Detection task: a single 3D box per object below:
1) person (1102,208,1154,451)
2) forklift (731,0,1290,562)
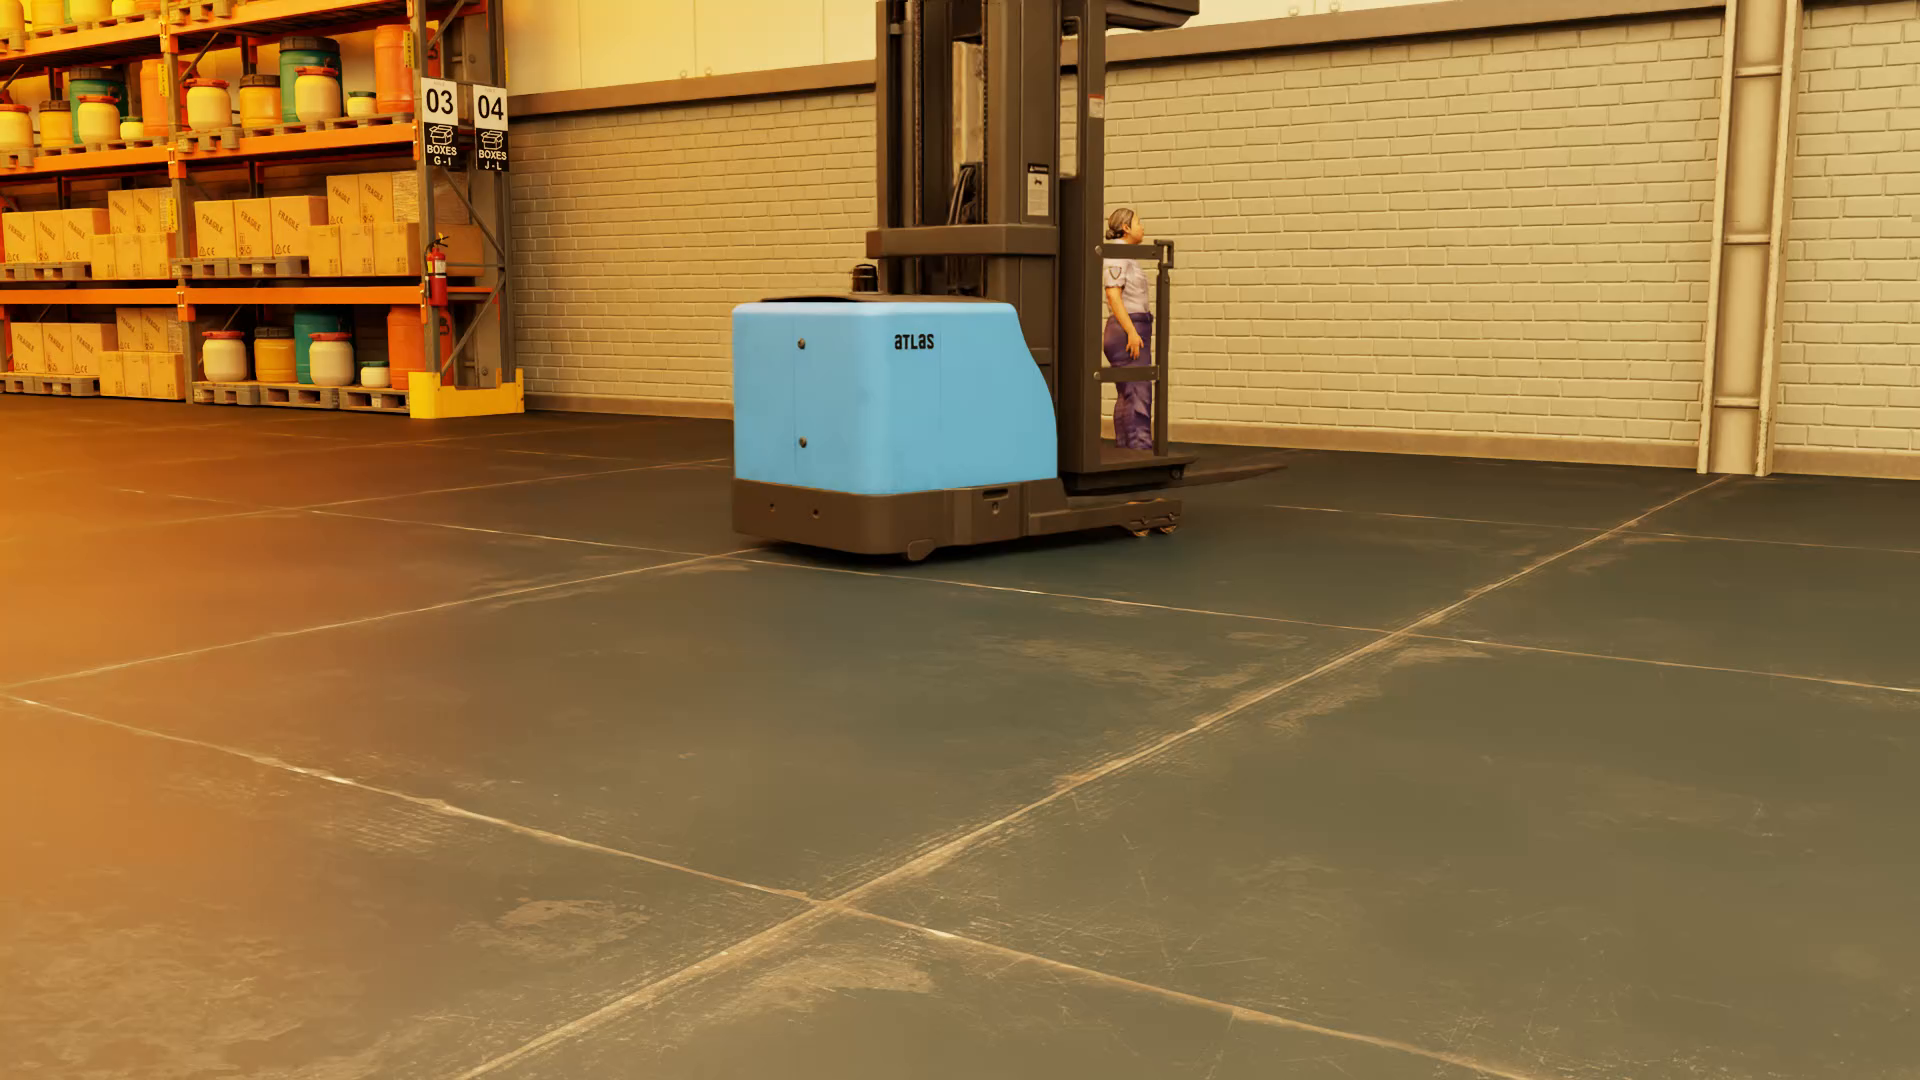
[{"bbox_3d":[1.137,-1.228,10.334,0.503,1.651,0.596,1,8,10],"label":"person"},{"bbox_3d":[0.410,-1.513,7.833,3.031,2.935,1.130,-7,11,-42],"label":"forklift"}]
